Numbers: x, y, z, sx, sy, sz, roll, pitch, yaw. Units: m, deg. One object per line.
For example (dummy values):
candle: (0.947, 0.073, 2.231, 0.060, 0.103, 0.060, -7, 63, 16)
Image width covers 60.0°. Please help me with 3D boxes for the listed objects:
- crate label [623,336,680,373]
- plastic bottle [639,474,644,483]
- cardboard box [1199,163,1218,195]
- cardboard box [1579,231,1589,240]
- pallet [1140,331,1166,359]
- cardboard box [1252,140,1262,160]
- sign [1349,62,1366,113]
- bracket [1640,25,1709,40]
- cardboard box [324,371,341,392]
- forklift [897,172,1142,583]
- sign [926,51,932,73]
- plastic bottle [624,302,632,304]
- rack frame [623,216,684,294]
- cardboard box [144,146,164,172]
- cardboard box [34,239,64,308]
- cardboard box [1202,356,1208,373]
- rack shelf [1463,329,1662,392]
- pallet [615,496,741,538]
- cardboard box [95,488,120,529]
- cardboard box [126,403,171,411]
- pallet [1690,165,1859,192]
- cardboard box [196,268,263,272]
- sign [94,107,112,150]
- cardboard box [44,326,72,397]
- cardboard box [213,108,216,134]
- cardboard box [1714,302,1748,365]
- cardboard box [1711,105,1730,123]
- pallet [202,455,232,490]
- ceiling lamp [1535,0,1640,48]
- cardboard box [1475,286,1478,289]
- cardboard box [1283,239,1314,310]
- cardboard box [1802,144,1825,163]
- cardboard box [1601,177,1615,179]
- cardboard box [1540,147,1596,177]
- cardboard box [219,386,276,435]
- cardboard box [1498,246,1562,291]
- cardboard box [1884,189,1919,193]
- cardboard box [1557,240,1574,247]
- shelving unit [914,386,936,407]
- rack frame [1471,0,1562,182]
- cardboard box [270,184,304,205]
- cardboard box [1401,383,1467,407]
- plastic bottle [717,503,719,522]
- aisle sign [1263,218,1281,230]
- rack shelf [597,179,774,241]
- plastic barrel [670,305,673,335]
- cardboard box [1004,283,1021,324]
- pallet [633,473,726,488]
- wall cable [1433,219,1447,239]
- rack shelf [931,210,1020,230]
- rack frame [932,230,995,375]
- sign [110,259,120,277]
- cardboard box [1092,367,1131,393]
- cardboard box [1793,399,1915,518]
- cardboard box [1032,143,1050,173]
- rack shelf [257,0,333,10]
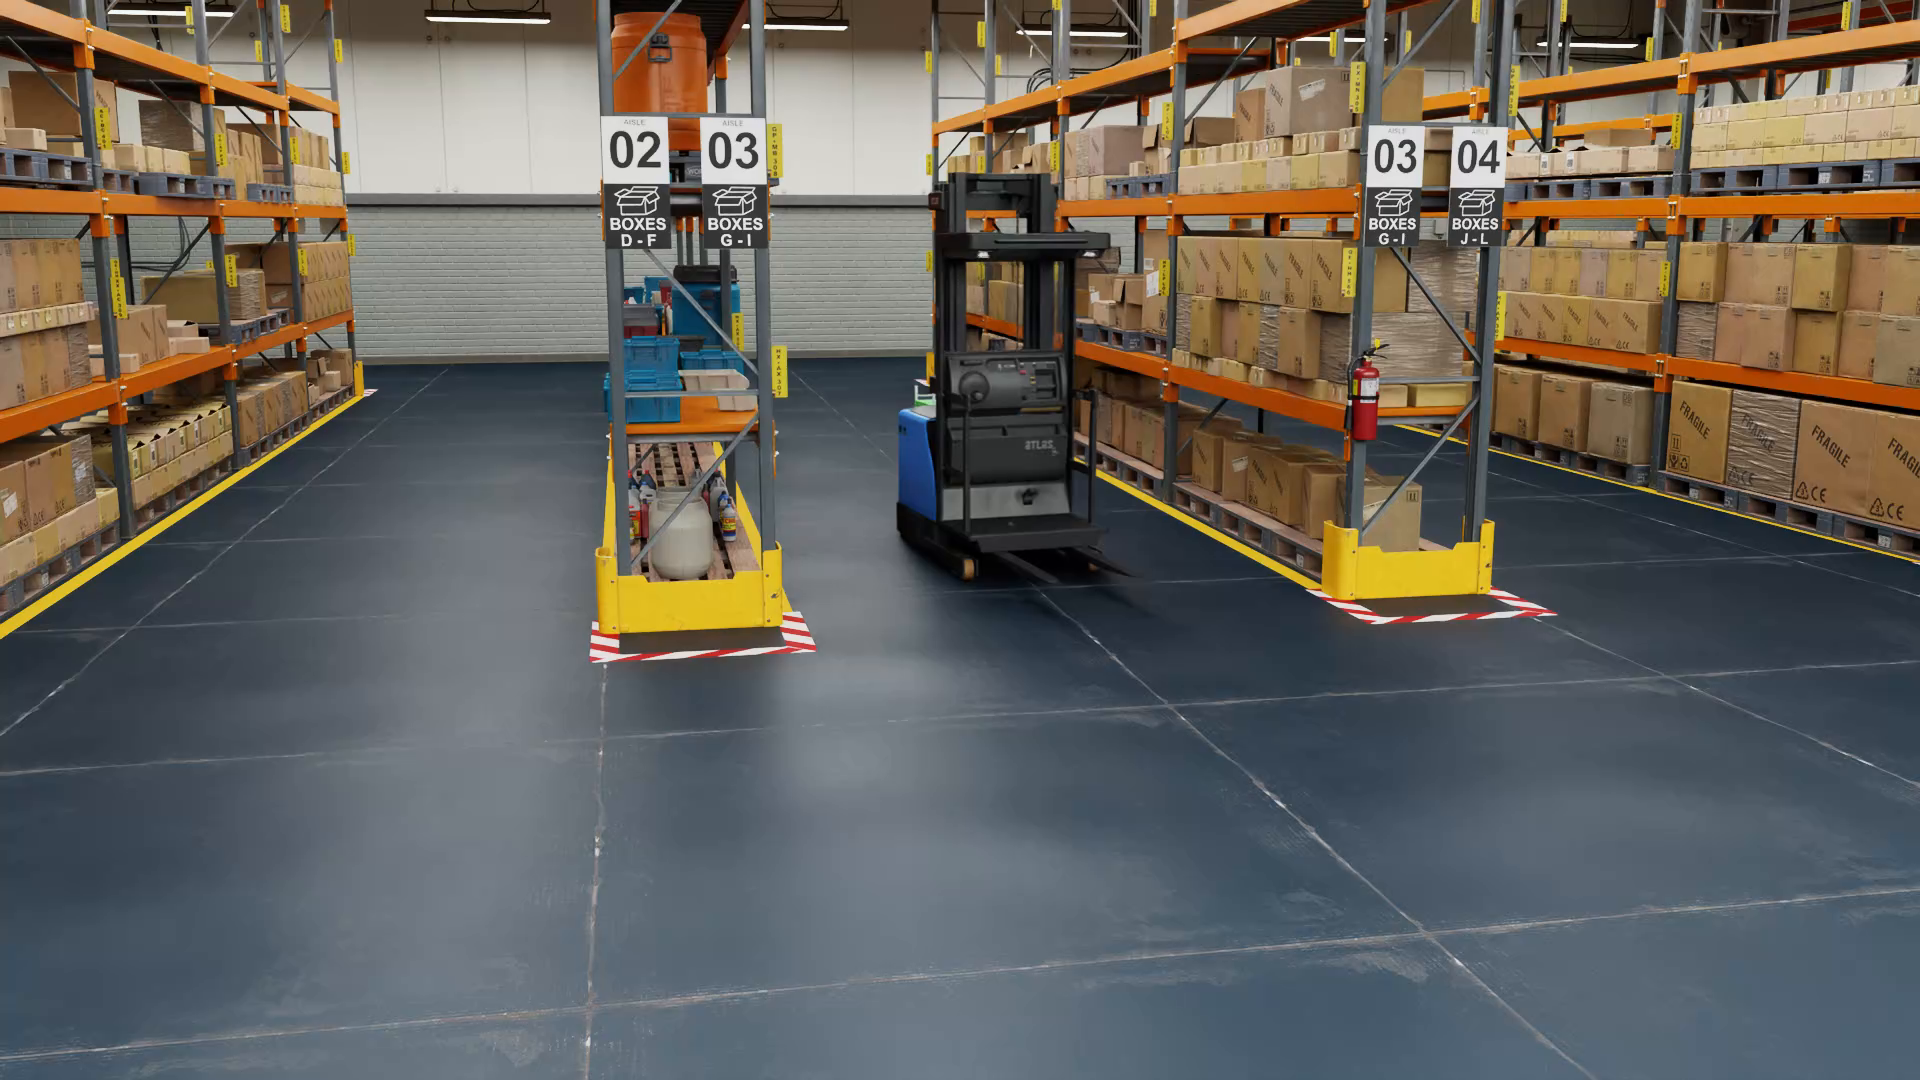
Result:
crate label: (-2.311, -1.259, 12.194, 0.502, 0.435, 0.616, -2, 11, -11)
plastic bottle: (-2.640, -0.401, 13.866, 0.061, 0.283, 0.133, -2, 11, -11)
cardboard box: (2.337, -3.039, 14.018, 0.500, 0.250, 0.500, -2, 11, -12)
cardboard box: (9.999, -4.796, 26.195, 0.380, 0.149, 0.250, -2, 11, -12)
pallet: (2.387, -1.879, 16.058, 1.003, 0.211, 1.213, -2, 11, -11)
cardboard box: (2.528, -3.069, 13.109, 0.380, 0.149, 0.250, -2, 11, -10)
sign: (2.622, -2.986, 10.972, 0.100, 0.325, 0.005, -2, 11, -11)
bracket: (14.035, -10.388, 34.582, 0.076, 0.066, 5.218, -2, 11, -11)
cardboard box: (-9.157, -2.268, 23.768, 0.500, 0.250, 0.500, -2, 11, -11)
forklift: (0.430, -1.229, 12.315, 1.130, 2.935, 3.031, -4, 11, -18)
sign: (-0.487, -7.493, 26.076, 0.100, 0.325, 0.005, -2, 11, -11)
plastic bottle: (-4.234, -2.888, 21.179, 0.152, 0.276, 0.135, -2, 11, -11)
rack frame: (-4.800, -3.848, 25.893, 1.000, 3.000, 0.127, -2, 11, -11)
cardboard box: (-7.740, -3.526, 15.454, 0.500, 0.250, 0.500, -2, 11, -12)
cardboard box: (-7.133, -1.981, 12.343, 0.700, 0.500, 0.500, -2, 11, -11)
cardboard box: (2.309, -1.517, 14.317, 0.380, 0.149, 0.250, -2, 11, -11)
rack shelf: (6.888, -2.003, 18.121, 1.077, 0.370, 4.000, -2, 11, -11)
pallet: (-2.376, -0.153, 13.935, 1.003, 0.211, 1.213, -2, 11, -11)
cardboard box: (-7.021, -0.246, 13.200, 0.500, 0.250, 0.500, -2, 11, -11)
cardboard box: (-8.290, -1.226, 16.846, 0.500, 0.311, 0.500, -2, 11, -9)
pallet: (7.426, -3.269, 15.064, 1.003, 0.211, 1.213, -2, 11, -11)
cardboard box: (-9.009, -3.096, 20.548, 0.700, 0.500, 0.500, -6, 12, -30)
sign: (-6.781, -3.255, 13.158, 0.100, 0.325, 0.005, -2, 11, -11)
cardboard box: (-7.124, -1.339, 12.444, 0.700, 0.500, 0.500, -2, 11, -12)
cardboard box: (-8.281, -4.389, 17.771, 0.500, 0.500, 0.500, -2, 11, -11)
cardboard box: (7.490, -1.896, 15.234, 0.875, 0.550, 0.550, -2, 11, -11)
cardboard box: (7.066, -3.861, 15.085, 0.380, 0.149, 0.250, -2, 11, -11)
pallet: (-7.981, -0.679, 16.701, 1.003, 0.211, 1.213, -2, 11, -11)
ceiling lamp: (11.843, -10.792, 30.716, 2.000, 3.185, 0.800, -2, 11, -11)
cardboard box: (6.548, -3.098, 20.702, 0.380, 0.149, 0.250, -2, 11, -8)
cardboard box: (2.718, -1.964, 12.255, 0.500, 0.500, 0.500, -2, 11, -11)
cardboard box: (7.311, -3.237, 13.939, 0.380, 0.149, 0.250, -2, 11, -10)
cardboard box: (10.263, -5.681, 25.833, 0.797, 0.503, 0.637, -1, 11, -7)
cardboard box: (6.622, -4.081, 17.943, 0.500, 0.311, 0.500, -2, 11, -12)
cardboard box: (-8.111, -1.472, 18.915, 0.500, 0.500, 0.500, -2, 11, -12)
cardboard box: (6.577, -3.181, 19.444, 0.700, 0.500, 0.500, -2, 11, -11)
cardboard box: (11.510, -4.270, 19.819, 0.700, 0.500, 0.500, -2, 11, -11)
cardboard box: (9.906, -4.551, 26.641, 0.500, 0.500, 0.500, -2, 11, -11)
shelving unit: (-0.191, -0.689, 14.110, 0.258, 1.200, 0.503, -4, 11, -18)
rack frame: (6.499, -5.670, 19.420, 1.000, 3.000, 0.127, -2, 11, -11)
cardboard box: (-8.733, -4.433, 21.345, 0.500, 0.250, 0.500, -2, 11, -11)
cardboard box: (3.349, -1.032, 11.765, 0.380, 0.149, 0.250, -2, 11, -11)
plastic bottle: (-1.880, -0.236, 13.223, 0.097, 0.201, 0.097, 0, 11, 0)
aisle sign: (5.224, -5.492, 27.574, 0.394, 0.787, 0.004, -2, 11, -11)
rack shelf: (-2.077, -2.401, 12.189, 1.077, 0.370, 4.000, -2, 11, -11)
plastic barrel: (-2.437, -1.898, 15.281, 0.433, 0.535, 0.433, 0, 11, 0)
cardboard box: (0.876, -3.067, 21.518, 0.500, 0.500, 0.500, -2, 11, -12)
pallet: (-2.657, -0.420, 15.340, 1.003, 0.211, 1.213, -2, 11, -11)
wall cable: (10.049, -5.975, 34.349, 0.588, 1.984, 0.122, -2, 11, -11)
rack shelf: (0.448, -4.782, 24.699, 1.077, 0.370, 4.000, -2, 11, -11)
rack frame: (0.059, -4.028, 26.839, 1.000, 3.000, 0.127, -2, 11, -11)
sign: (-8.634, -2.710, 17.028, 0.100, 0.325, 0.005, -2, 11, -11)
cardboard box: (1.774, -1.796, 18.613, 0.500, 0.250, 0.500, -2, 11, -9)
cardboard box: (7.686, -0.702, 13.920, 0.875, 0.875, 0.875, -2, 11, -12)
cardboard box: (1.171, -4.555, 20.190, 0.500, 0.500, 0.500, -2, 11, -8)
rack shelf: (-9.270, -7.528, 22.219, 1.077, 0.370, 4.000, -2, 11, -11)
